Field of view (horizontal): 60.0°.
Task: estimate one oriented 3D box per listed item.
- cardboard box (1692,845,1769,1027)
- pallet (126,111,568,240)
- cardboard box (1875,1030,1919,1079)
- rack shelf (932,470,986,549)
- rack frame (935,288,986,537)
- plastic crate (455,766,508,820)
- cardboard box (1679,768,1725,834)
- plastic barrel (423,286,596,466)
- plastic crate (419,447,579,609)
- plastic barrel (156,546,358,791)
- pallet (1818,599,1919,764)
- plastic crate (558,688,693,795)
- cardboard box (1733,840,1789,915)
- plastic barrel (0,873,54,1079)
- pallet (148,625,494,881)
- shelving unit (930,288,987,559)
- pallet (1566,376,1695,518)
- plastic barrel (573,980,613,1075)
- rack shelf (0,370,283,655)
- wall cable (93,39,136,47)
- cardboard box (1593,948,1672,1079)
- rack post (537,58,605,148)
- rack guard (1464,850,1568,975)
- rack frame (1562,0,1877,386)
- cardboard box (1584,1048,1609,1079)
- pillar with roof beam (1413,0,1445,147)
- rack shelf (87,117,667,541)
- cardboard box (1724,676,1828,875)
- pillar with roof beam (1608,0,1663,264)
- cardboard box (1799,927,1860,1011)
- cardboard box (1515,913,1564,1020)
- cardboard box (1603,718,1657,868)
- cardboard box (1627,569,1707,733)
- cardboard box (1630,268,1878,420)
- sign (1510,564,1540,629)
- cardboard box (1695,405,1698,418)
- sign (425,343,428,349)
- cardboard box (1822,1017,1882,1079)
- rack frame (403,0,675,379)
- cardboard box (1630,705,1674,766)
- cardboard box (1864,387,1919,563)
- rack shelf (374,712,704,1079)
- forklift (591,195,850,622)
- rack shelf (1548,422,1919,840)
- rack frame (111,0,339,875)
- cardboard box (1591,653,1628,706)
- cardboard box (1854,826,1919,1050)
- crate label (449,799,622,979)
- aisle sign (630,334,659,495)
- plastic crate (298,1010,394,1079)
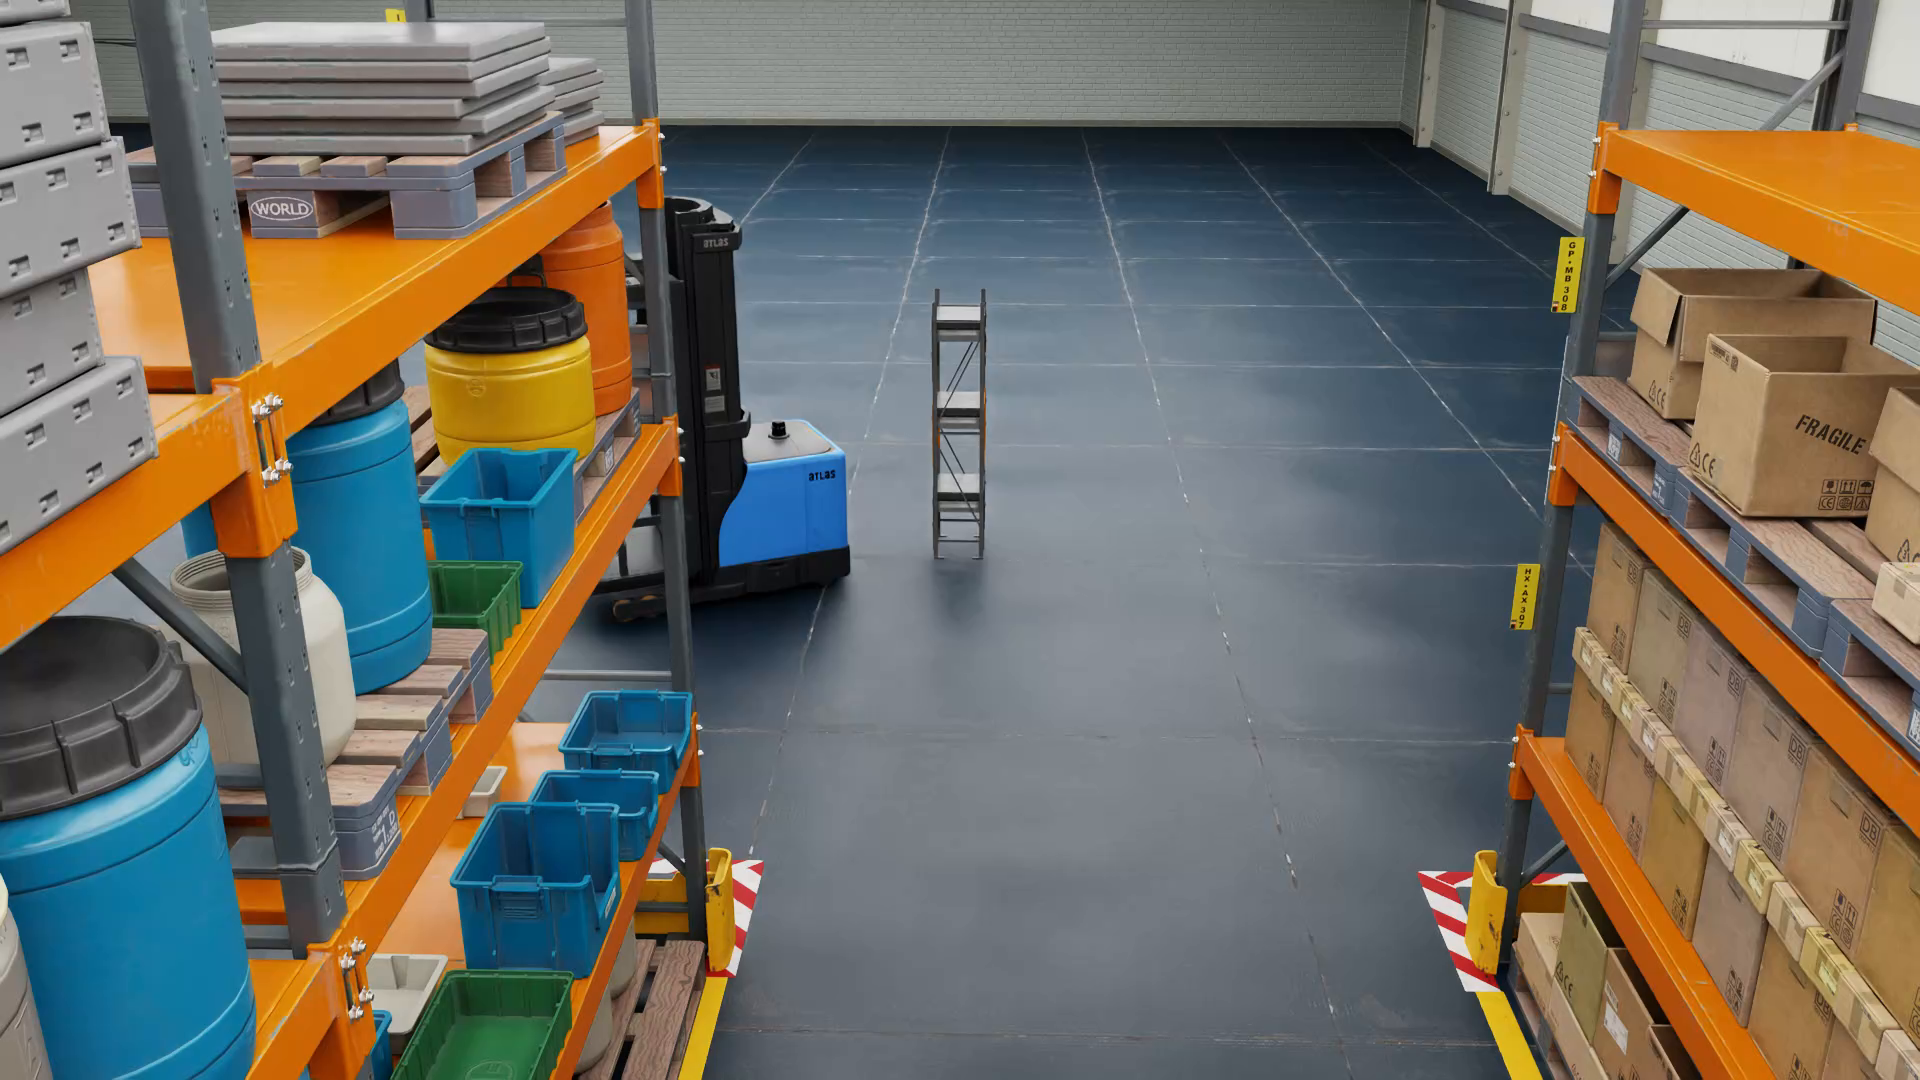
[{"bbox_3d":[3.096,1.394,5.944,0.700,0.500,0.500,1,21,3],"label":"cardboard box"},{"bbox_3d":[-1.873,-1.160,5.186,1.003,0.211,1.213,1,21,2],"label":"pallet"},{"bbox_3d":[2.855,1.525,4.710,0.380,0.149,0.250,0,21,0],"label":"cardboard box"},{"bbox_3d":[-0.005,-0.254,13.546,0.431,0.518,0.480,1,21,2],"label":"rack shelf"},{"bbox_3d":[0.002,-1.007,13.516,0.400,2.100,0.015,1,21,2],"label":"rack frame"},{"bbox_3d":[-2.132,1.100,7.206,0.298,0.136,0.250,1,21,2],"label":"plastic crate"},{"bbox_3d":[2.903,0.969,6.144,0.380,0.149,0.250,0,21,1],"label":"cardboard box"},{"bbox_3d":[-1.691,-0.612,6.265,0.600,0.588,0.600,0,21,0],"label":"plastic barrel"},{"bbox_3d":[-1.541,-0.042,5.658,0.392,0.384,0.575,1,21,2],"label":"plastic crate"},{"bbox_3d":[-1.696,0.303,4.013,0.421,0.512,0.421,0,21,0],"label":"plastic barrel"},{"bbox_3d":[3.046,0.493,4.381,1.003,0.211,1.213,1,21,2],"label":"pallet"},{"bbox_3d":[-1.500,0.910,7.535,0.499,0.251,0.616,1,21,2],"label":"plastic crate"},{"bbox_3d":[2.885,1.154,5.667,0.380,0.149,0.250,1,21,3],"label":"cardboard box"},{"bbox_3d":[-1.724,0.894,2.533,0.600,0.901,0.600,0,21,0],"label":"plastic barrel"},{"bbox_3d":[-1.981,0.531,4.423,1.213,0.211,1.003,1,21,2],"label":"pallet"},{"bbox_3d":[-0.005,-0.919,13.288,0.431,2.100,0.503,1,21,2],"label":"shelving unit"},{"bbox_3d":[3.120,-0.389,6.655,1.003,0.211,1.213,1,21,2],"label":"pallet"},{"bbox_3d":[-1.742,2.041,7.275,0.421,0.512,0.421,0,21,0],"label":"plastic barrel"},{"bbox_3d":[-1.966,0.551,1.509,1.077,0.370,4.000,1,21,2],"label":"rack shelf"},{"bbox_3d":[-20.199,-12.565,38.058,3.097,2.526,0.112,1,21,2],"label":"wall cable"},{"bbox_3d":[2.913,2.002,6.699,0.500,0.500,0.500,1,21,2],"label":"cardboard box"},{"bbox_3d":[-1.934,-1.635,6.288,0.937,0.300,0.954,3,21,7],"label":"rack post"},{"bbox_3d":[3.168,1.869,8.314,1.175,0.500,0.348,1,21,2],"label":"rack guard"},{"bbox_3d":[3.167,-2.084,6.754,1.000,3.000,0.127,1,21,2],"label":"rack frame"},{"bbox_3d":[2.902,2.352,6.835,0.500,0.250,0.500,1,21,2],"label":"cardboard box"},{"bbox_3d":[5.572,-12.663,34.018,9.100,9.000,0.400,1,21,2],"label":"pillar with roof beam"},{"bbox_3d":[-1.844,-0.895,5.237,1.077,0.370,4.000,1,21,2],"label":"rack shelf"},{"bbox_3d":[3.099,0.802,5.676,0.700,0.500,0.500,1,21,2],"label":"cardboard box"},{"bbox_3d":[5.207,-8.324,22.836,9.100,9.000,0.400,1,21,2],"label":"pillar with roof beam"},{"bbox_3d":[2.873,1.341,5.184,0.380,0.149,0.250,1,21,1],"label":"cardboard box"},{"bbox_3d":[2.929,1.990,7.767,0.500,0.250,0.500,1,21,2],"label":"cardboard box"},{"bbox_3d":[3.129,1.024,6.897,0.700,0.500,0.500,1,21,3],"label":"cardboard box"},{"bbox_3d":[3.128,0.439,6.612,0.700,0.500,0.500,0,21,0],"label":"cardboard box"},{"bbox_3d":[3.146,-0.787,6.641,0.797,0.503,0.637,2,21,5],"label":"cardboard box"},{"bbox_3d":[2.613,0.264,7.690,0.100,0.325,0.005,1,21,2],"label":"sign"},{"bbox_3d":[2.955,-0.406,6.150,0.380,0.149,0.250,1,21,2],"label":"cardboard box"},{"bbox_3d":[-2.333,-0.754,7.459,0.100,0.325,0.005,1,21,2],"label":"sign"},{"bbox_3d":[3.063,1.761,4.999,0.700,0.500,0.500,0,21,1],"label":"cardboard box"},{"bbox_3d":[-1.783,-2.140,6.898,1.000,3.000,0.127,1,21,2],"label":"rack frame"},{"bbox_3d":[2.916,0.780,6.631,0.380,0.149,0.250,0,21,1],"label":"cardboard box"},{"bbox_3d":[3.222,-0.143,4.980,0.797,0.503,0.637,3,21,8],"label":"cardboard box"},{"bbox_3d":[-1.844,1.715,6.250,1.077,0.370,4.000,1,21,2],"label":"rack shelf"},{"bbox_3d":[-2.418,-0.976,12.287,3.031,2.935,1.130,-9,23,-22],"label":"forklift"},{"bbox_3d":[3.107,0.373,5.563,1.077,0.370,4.000,1,21,2],"label":"rack shelf"},{"bbox_3d":[-1.905,-0.694,3.171,1.000,3.000,0.127,1,21,2],"label":"rack frame"},{"bbox_3d":[2.935,0.598,7.098,0.380,0.149,0.250,0,21,0],"label":"cardboard box"},{"bbox_3d":[3.067,1.164,4.744,0.700,0.500,0.500,1,21,1],"label":"cardboard box"},{"bbox_3d":[-1.569,1.309,6.254,0.502,0.435,0.616,1,21,2],"label":"crate label"},{"bbox_3d":[-1.484,-0.578,7.572,0.394,0.787,0.004,1,21,2],"label":"aisle sign"},{"bbox_3d":[-2.143,1.769,5.322,0.499,0.251,0.616,1,21,2],"label":"plastic crate"}]
